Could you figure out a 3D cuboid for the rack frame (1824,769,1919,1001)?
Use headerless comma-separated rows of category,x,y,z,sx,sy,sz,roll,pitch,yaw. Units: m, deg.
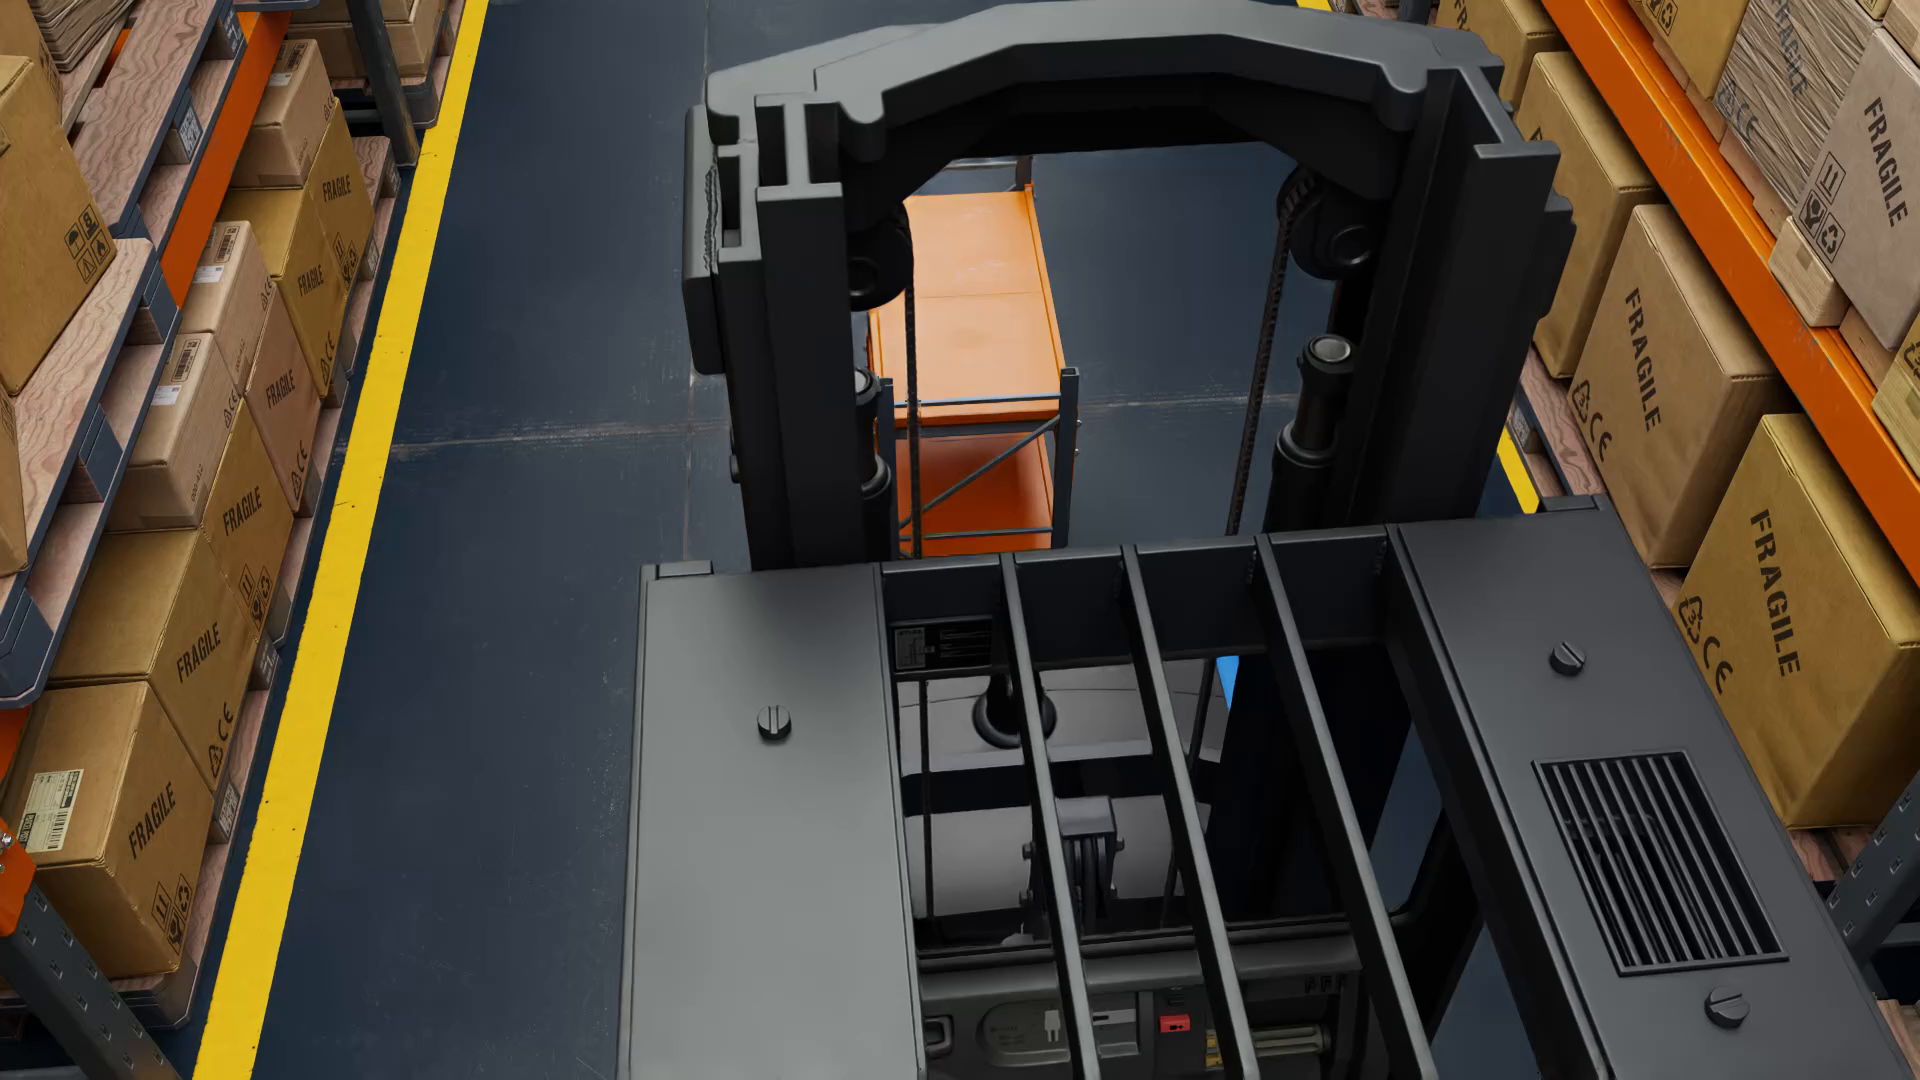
rack frame,2.590,0.057,3.130,1.000,3.000,0.127,-3,47,-3

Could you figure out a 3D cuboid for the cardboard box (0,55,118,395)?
cardboard box,-2.283,-0.668,3.458,0.700,0.500,0.500,3,47,3

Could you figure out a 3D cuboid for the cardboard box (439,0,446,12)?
cardboard box,-2.475,-2.492,7.149,0.500,0.250,0.500,-5,47,-4

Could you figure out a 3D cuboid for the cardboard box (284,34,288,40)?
cardboard box,-2.968,-2.098,6.775,0.500,0.250,0.500,-2,47,-2

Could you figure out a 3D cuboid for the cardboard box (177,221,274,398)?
cardboard box,-2.270,-0.640,4.692,0.500,0.250,0.500,-4,47,-4

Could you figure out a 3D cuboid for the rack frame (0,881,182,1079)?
rack frame,-2.343,0.361,2.842,0.949,2.616,0.053,-3,47,-3

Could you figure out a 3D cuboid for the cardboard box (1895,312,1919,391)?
cardboard box,2.300,-0.405,3.280,0.500,0.500,0.500,-4,47,-4

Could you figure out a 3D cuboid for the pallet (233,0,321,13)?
pallet,-2.554,-1.981,5.192,1.213,0.211,1.003,-3,47,-3

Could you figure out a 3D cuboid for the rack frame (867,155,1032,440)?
rack frame,-0.042,-0.750,5.185,0.500,1.125,0.032,-3,47,-3

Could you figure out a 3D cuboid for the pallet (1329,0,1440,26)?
pallet,2.191,-2.443,7.419,1.003,0.211,1.213,-3,47,-3

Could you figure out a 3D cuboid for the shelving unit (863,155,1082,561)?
shelving unit,0.001,-0.382,4.837,0.538,1.125,1.048,-3,47,-3

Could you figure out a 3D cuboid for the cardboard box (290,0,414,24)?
cardboard box,-2.432,-2.321,6.601,0.500,0.311,0.500,-2,47,-2

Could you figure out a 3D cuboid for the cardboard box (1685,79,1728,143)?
cardboard box,2.206,-1.205,4.485,0.380,0.149,0.250,-2,47,-2

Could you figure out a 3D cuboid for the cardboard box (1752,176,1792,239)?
cardboard box,2.223,-0.830,4.130,0.380,0.149,0.250,-3,47,-3

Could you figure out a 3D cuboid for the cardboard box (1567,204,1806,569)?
cardboard box,2.329,-0.453,4.805,0.750,0.750,0.750,-2,47,-2

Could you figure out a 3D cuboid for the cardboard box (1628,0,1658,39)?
cardboard box,2.188,-1.576,4.836,0.380,0.149,0.250,-3,47,-3

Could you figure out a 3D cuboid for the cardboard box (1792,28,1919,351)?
cardboard box,2.248,-0.773,3.629,0.500,0.500,0.500,-3,47,-3

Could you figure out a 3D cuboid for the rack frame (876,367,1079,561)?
rack frame,0.043,-0.014,4.489,0.500,1.125,0.032,-3,47,-3

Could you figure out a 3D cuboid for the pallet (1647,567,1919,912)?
pallet,2.450,0.462,4.667,1.003,0.211,1.213,-3,47,-3

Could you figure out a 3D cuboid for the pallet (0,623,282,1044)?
pallet,-2.452,0.734,4.410,1.003,0.211,1.213,-3,47,-3

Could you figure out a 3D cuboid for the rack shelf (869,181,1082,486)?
rack shelf,0.001,-0.583,4.624,0.538,0.278,1.000,-3,47,-3

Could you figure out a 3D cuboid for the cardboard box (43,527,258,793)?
cardboard box,-2.199,0.319,4.300,0.500,0.500,0.500,-3,47,-3

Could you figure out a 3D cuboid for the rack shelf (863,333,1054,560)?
rack shelf,0.001,-0.214,5.014,0.538,0.278,1.000,-3,47,-3

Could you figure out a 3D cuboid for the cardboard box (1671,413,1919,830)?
cardboard box,2.406,0.190,4.196,0.750,0.750,0.750,-3,47,-3

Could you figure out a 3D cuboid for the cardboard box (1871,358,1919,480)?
cardboard box,2.235,-0.272,3.601,0.380,0.149,0.250,-3,47,-3

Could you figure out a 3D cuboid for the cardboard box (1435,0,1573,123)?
cardboard box,2.186,-1.702,5.987,0.750,0.750,0.750,-4,47,-4

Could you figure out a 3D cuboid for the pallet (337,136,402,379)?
pallet,-2.656,-1.032,6.082,1.003,0.211,1.213,-3,47,-3

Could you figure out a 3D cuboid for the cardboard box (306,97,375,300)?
cardboard box,-2.368,-1.162,5.703,0.500,0.500,0.500,-2,47,-2

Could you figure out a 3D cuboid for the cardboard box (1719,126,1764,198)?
cardboard box,2.217,-1.012,4.302,0.380,0.149,0.250,-5,47,-4

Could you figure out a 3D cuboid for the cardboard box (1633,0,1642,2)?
cardboard box,2.116,-1.875,4.672,0.500,0.500,0.500,-4,47,-3

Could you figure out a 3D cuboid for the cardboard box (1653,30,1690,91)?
cardboard box,2.191,-1.396,4.665,0.380,0.149,0.250,-3,47,-3

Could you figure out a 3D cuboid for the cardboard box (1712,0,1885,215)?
cardboard box,2.214,-1.137,3.974,0.500,0.500,0.500,-3,47,-3

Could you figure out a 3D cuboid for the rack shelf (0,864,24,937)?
rack shelf,-2.178,2.055,1.733,1.077,0.370,4.000,-3,47,-3

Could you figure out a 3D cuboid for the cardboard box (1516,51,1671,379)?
cardboard box,2.253,-1.068,5.387,0.750,0.750,0.750,-4,47,-3

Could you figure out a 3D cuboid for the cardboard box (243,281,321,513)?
cardboard box,-2.275,-0.409,4.990,0.500,0.500,0.500,-5,47,-5

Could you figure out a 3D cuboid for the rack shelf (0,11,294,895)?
rack shelf,-2.513,-0.839,4.474,1.077,0.370,4.000,-3,47,-3

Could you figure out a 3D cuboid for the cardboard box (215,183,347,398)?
cardboard box,-2.325,-0.788,5.349,0.500,0.500,0.500,-5,47,-5

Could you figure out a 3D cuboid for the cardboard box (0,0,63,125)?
cardboard box,-2.555,-1.092,3.860,0.700,0.500,0.500,-14,48,-13

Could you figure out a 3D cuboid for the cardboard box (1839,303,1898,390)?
cardboard box,2.258,-0.462,3.781,0.380,0.149,0.250,-2,47,-2

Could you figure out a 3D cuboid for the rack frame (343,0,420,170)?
rack frame,-2.681,-2.533,5.583,1.000,3.000,0.127,-3,47,-3

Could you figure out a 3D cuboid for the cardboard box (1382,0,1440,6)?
cardboard box,2.143,-2.646,7.109,0.700,0.500,0.500,-3,47,-3

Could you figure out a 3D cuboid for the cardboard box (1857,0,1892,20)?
cardboard box,2.220,-1.406,3.712,0.500,0.250,0.500,-3,47,-3

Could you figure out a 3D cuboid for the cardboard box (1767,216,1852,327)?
cardboard box,2.178,-0.650,3.958,0.380,0.149,0.250,-3,47,-3

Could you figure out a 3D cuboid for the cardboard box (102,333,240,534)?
cardboard box,-2.227,-0.277,4.348,0.500,0.250,0.500,-3,47,-3

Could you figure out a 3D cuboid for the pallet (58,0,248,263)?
pallet,-2.513,-1.060,4.320,1.003,0.211,1.213,-3,47,-3

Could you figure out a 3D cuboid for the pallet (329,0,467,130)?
pallet,-2.711,-2.172,7.162,1.003,0.211,1.213,-3,47,-3

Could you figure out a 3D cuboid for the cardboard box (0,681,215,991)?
cardboard box,-2.143,0.705,3.935,0.500,0.500,0.500,-5,47,-5

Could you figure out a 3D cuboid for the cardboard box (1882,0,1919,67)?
cardboard box,2.263,-1.037,3.362,0.500,0.250,0.500,-3,47,-2

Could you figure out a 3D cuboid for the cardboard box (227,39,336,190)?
cardboard box,-2.360,-1.380,5.393,0.500,0.250,0.500,-2,47,-2

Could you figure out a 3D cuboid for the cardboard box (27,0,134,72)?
cardboard box,-2.629,-1.590,4.331,0.700,0.500,0.500,4,47,4

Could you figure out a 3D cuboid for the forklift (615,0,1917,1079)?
forklift,0.223,0.913,2.366,1.130,2.935,3.031,-4,47,-4

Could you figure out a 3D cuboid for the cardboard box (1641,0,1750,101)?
cardboard box,2.167,-1.498,4.316,0.500,0.500,0.500,-2,47,-2

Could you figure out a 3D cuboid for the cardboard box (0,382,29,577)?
cardboard box,-2.163,-0.174,2.991,0.700,0.500,0.500,-18,49,-16

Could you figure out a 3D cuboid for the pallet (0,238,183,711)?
pallet,-2.304,-0.158,3.466,1.003,0.211,1.213,-3,47,-3

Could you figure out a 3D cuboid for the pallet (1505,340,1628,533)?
pallet,2.345,-0.422,5.505,1.003,0.211,1.213,-3,47,-3

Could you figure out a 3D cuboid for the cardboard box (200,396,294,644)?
cardboard box,-2.234,-0.043,4.643,0.500,0.500,0.500,-3,47,-3

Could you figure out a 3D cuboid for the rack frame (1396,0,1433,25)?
rack frame,2.255,-2.837,5.871,1.000,3.000,0.127,-3,47,-3

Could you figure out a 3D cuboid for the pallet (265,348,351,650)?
pallet,-2.557,-0.151,5.248,1.003,0.211,1.213,-3,47,-3

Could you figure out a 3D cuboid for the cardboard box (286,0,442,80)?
cardboard box,-2.432,-2.129,6.805,0.500,0.250,0.500,-4,47,-3

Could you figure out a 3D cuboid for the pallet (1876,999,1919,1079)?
pallet,2.576,1.571,3.617,1.003,0.211,1.213,-3,47,-3
